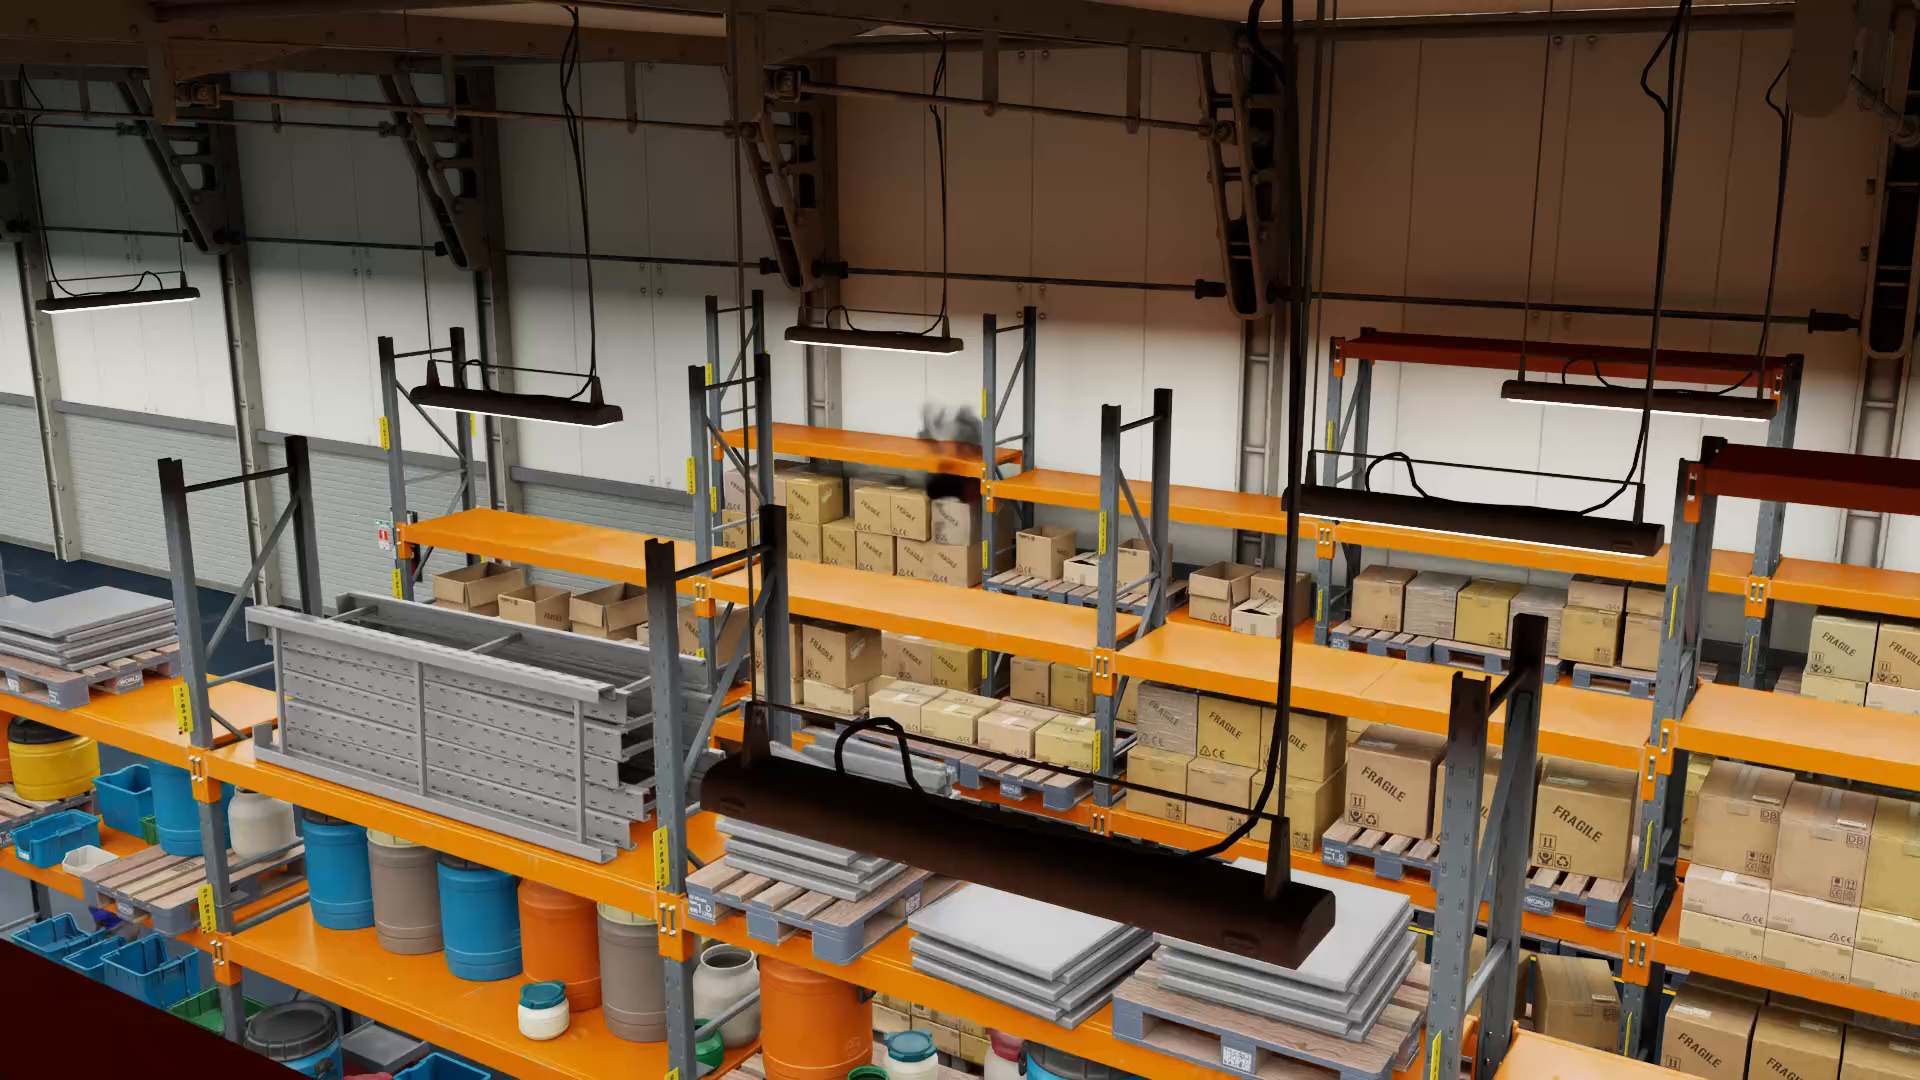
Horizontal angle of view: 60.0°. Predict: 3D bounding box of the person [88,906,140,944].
[{"bbox_3d":[-7.686,3.641,15.248,0.624,1.607,0.620,3,14,12],"label":"person"}]
